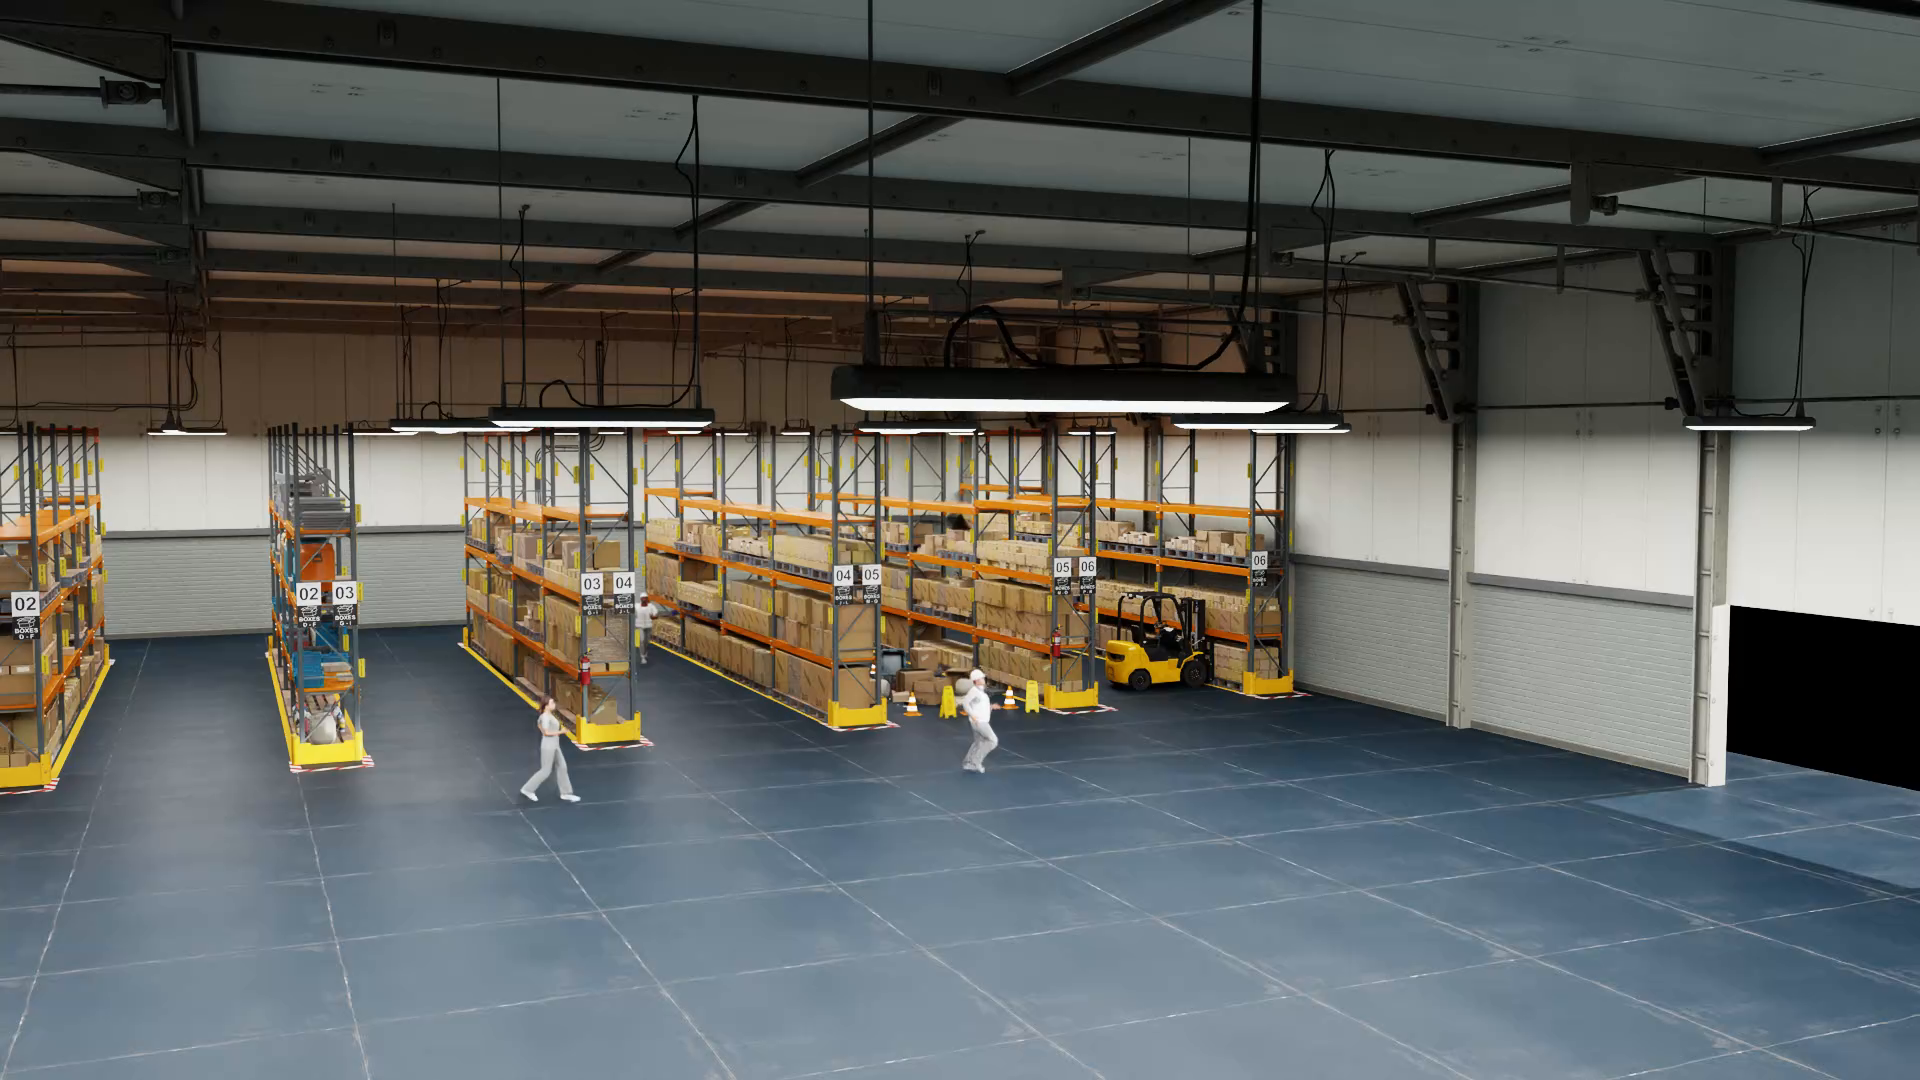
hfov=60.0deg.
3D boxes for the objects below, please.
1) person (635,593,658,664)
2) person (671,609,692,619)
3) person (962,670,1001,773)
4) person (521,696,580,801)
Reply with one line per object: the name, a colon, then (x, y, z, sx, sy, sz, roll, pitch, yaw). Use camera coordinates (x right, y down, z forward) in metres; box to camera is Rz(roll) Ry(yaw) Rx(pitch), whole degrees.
person: (-8.047, 2.220, 42.387, 0.704, 1.763, 0.963, -1, 4, -21)
person: (-8.385, 1.880, 49.511, 1.003, 1.604, 0.615, -1, 4, -19)
person: (0.363, 3.099, 28.430, 0.676, 1.752, 0.630, 0, 4, 6)
person: (-6.413, 3.272, 25.998, 0.908, 1.648, 0.570, 0, 3, -3)
